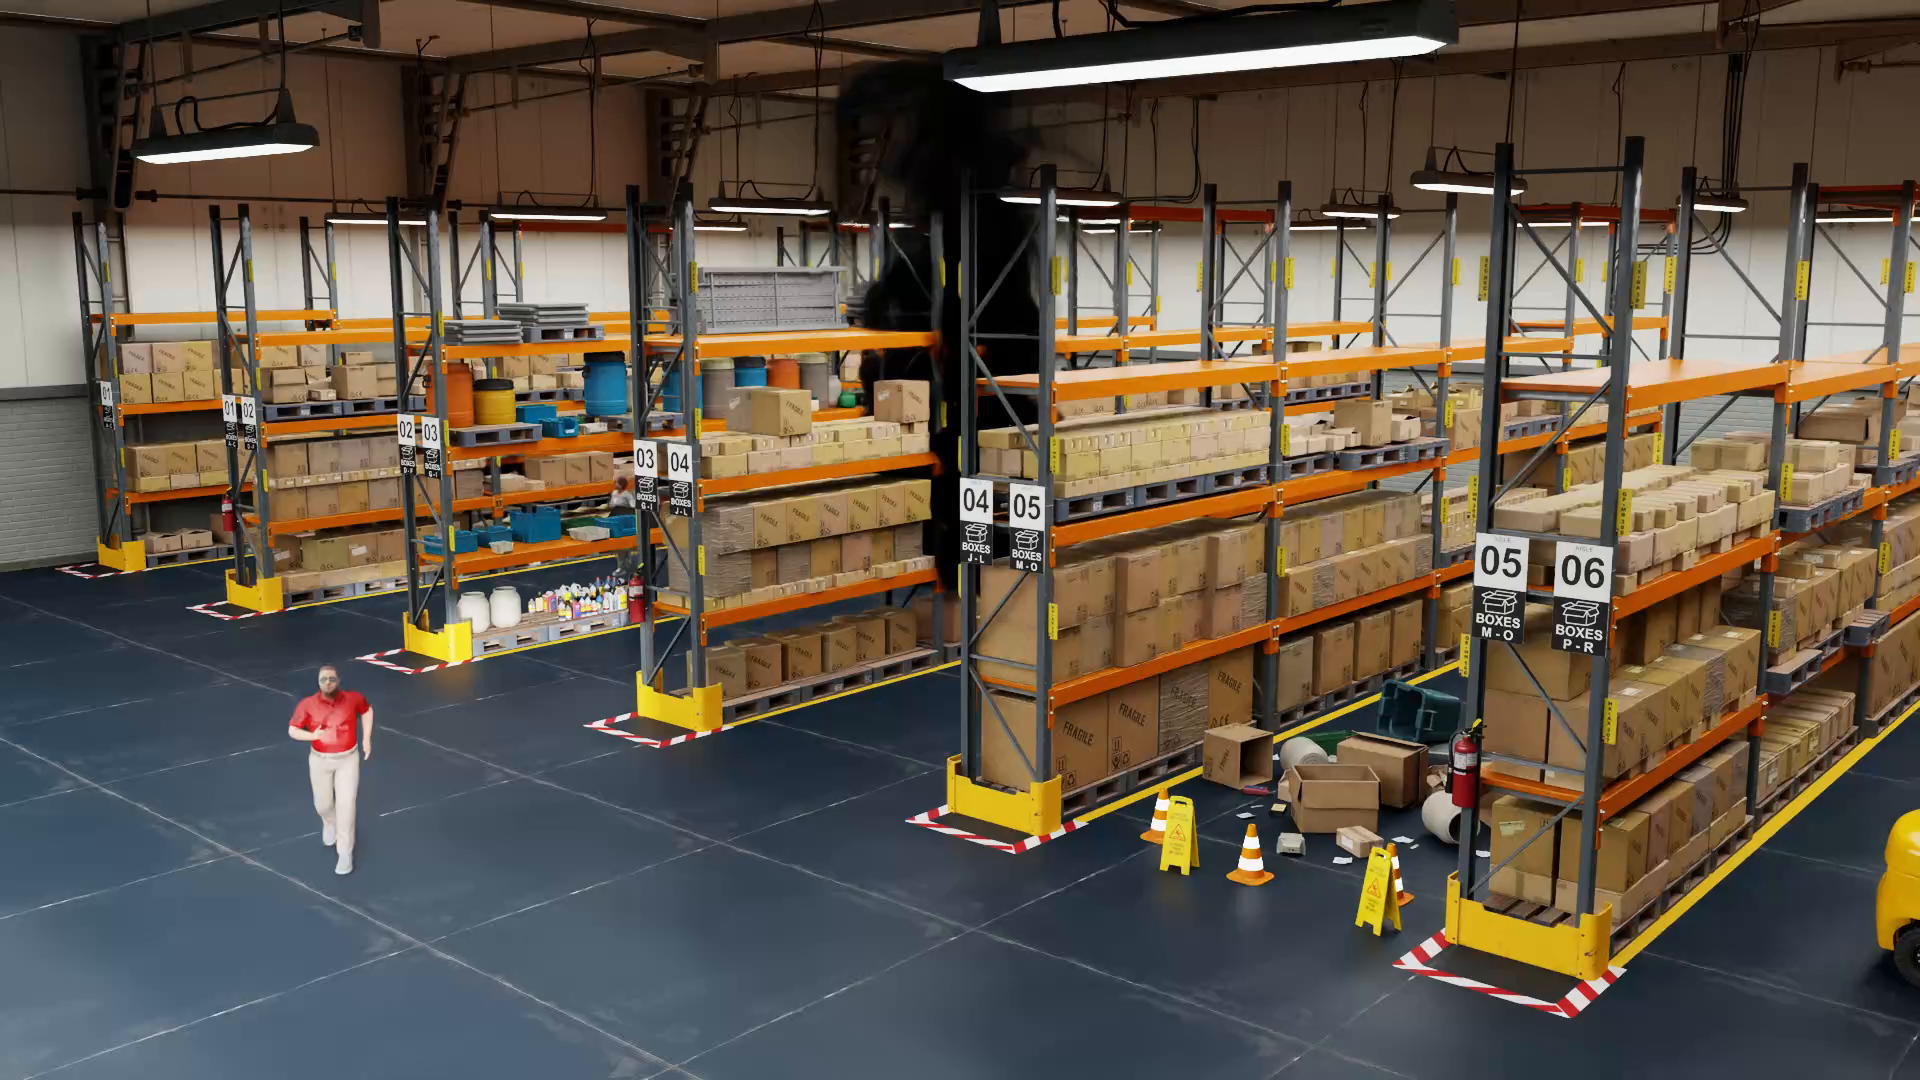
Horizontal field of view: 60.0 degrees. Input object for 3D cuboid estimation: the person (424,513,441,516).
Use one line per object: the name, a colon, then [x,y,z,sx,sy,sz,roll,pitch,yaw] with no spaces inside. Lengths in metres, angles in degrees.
person: [-9.240,-0.519,29.184,0.656,1.746,0.627,8,12,38]

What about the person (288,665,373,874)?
person: [-5.428,1.923,14.408,0.682,1.722,0.950,-3,10,-18]

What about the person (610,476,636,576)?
person: [-5.327,-0.230,26.205,0.537,1.567,0.490,6,11,31]
